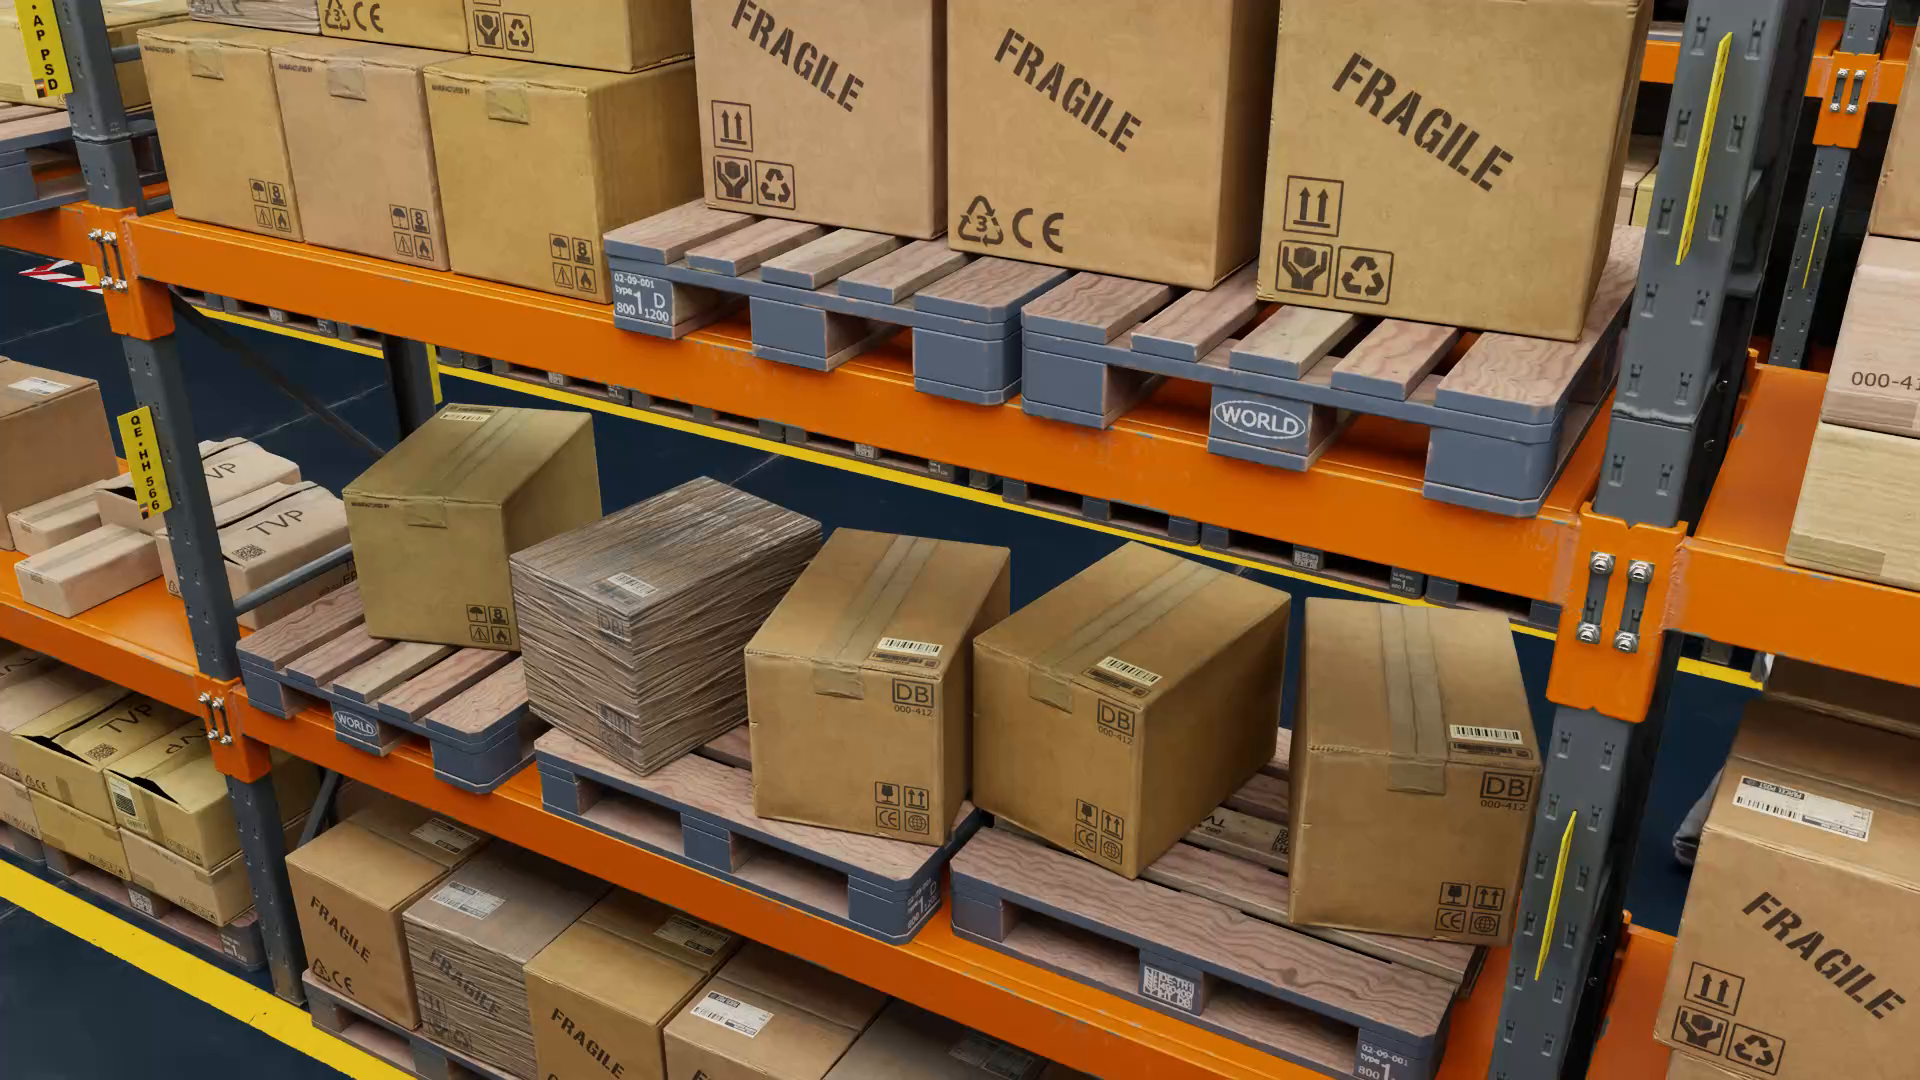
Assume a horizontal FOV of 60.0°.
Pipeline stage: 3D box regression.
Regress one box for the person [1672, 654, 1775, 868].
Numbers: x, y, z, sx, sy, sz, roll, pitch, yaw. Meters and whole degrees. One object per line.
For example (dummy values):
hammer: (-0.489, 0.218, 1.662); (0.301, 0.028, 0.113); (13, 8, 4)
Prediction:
person: (3.158, 0.553, 5.965); (0.850, 1.773, 0.592); (7, 27, 14)
